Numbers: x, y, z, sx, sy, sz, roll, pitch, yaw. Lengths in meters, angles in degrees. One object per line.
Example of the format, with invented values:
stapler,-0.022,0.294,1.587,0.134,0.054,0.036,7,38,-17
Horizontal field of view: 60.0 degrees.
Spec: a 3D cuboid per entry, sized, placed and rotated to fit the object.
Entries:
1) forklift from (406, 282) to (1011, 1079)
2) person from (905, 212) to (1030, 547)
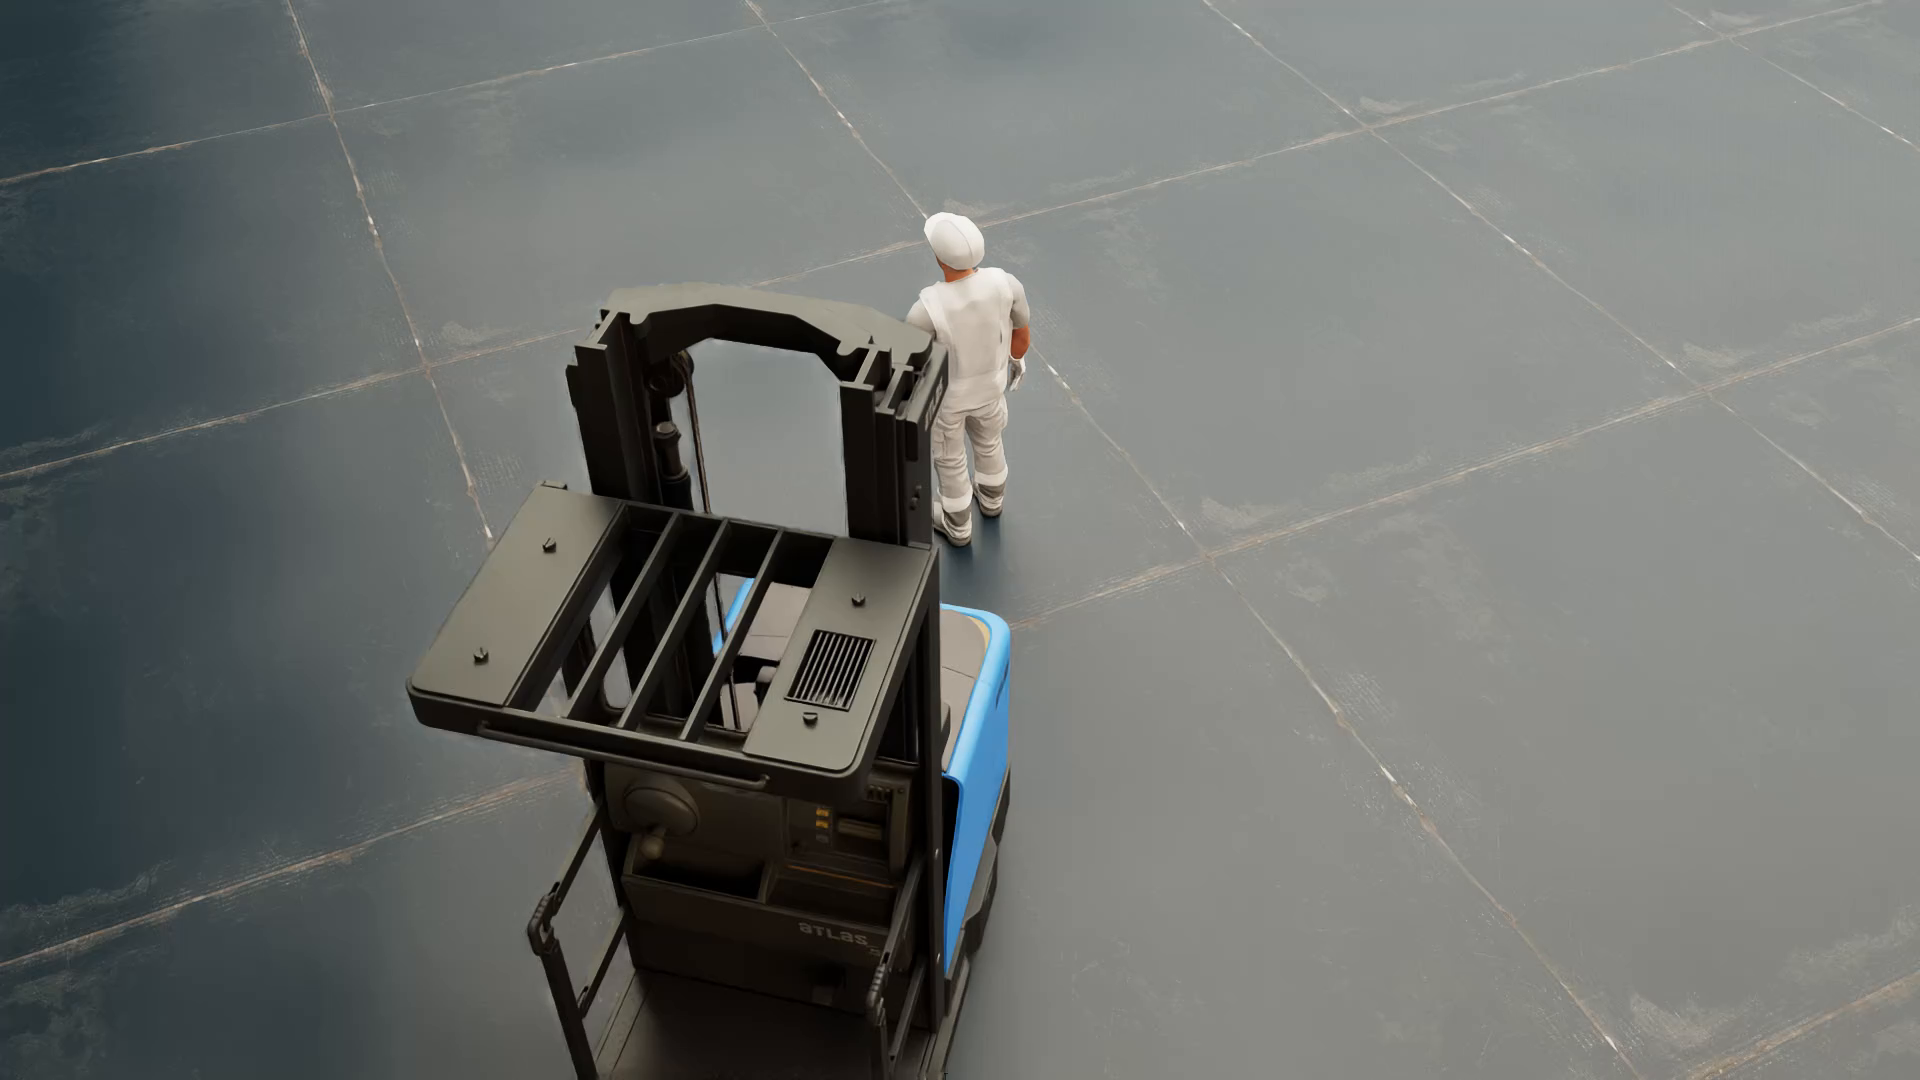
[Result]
forklift,-0.650,0.881,4.737,1.130,2.935,3.031,9,44,10
person,-0.024,-0.712,7.270,0.638,1.789,0.562,-18,46,-18
